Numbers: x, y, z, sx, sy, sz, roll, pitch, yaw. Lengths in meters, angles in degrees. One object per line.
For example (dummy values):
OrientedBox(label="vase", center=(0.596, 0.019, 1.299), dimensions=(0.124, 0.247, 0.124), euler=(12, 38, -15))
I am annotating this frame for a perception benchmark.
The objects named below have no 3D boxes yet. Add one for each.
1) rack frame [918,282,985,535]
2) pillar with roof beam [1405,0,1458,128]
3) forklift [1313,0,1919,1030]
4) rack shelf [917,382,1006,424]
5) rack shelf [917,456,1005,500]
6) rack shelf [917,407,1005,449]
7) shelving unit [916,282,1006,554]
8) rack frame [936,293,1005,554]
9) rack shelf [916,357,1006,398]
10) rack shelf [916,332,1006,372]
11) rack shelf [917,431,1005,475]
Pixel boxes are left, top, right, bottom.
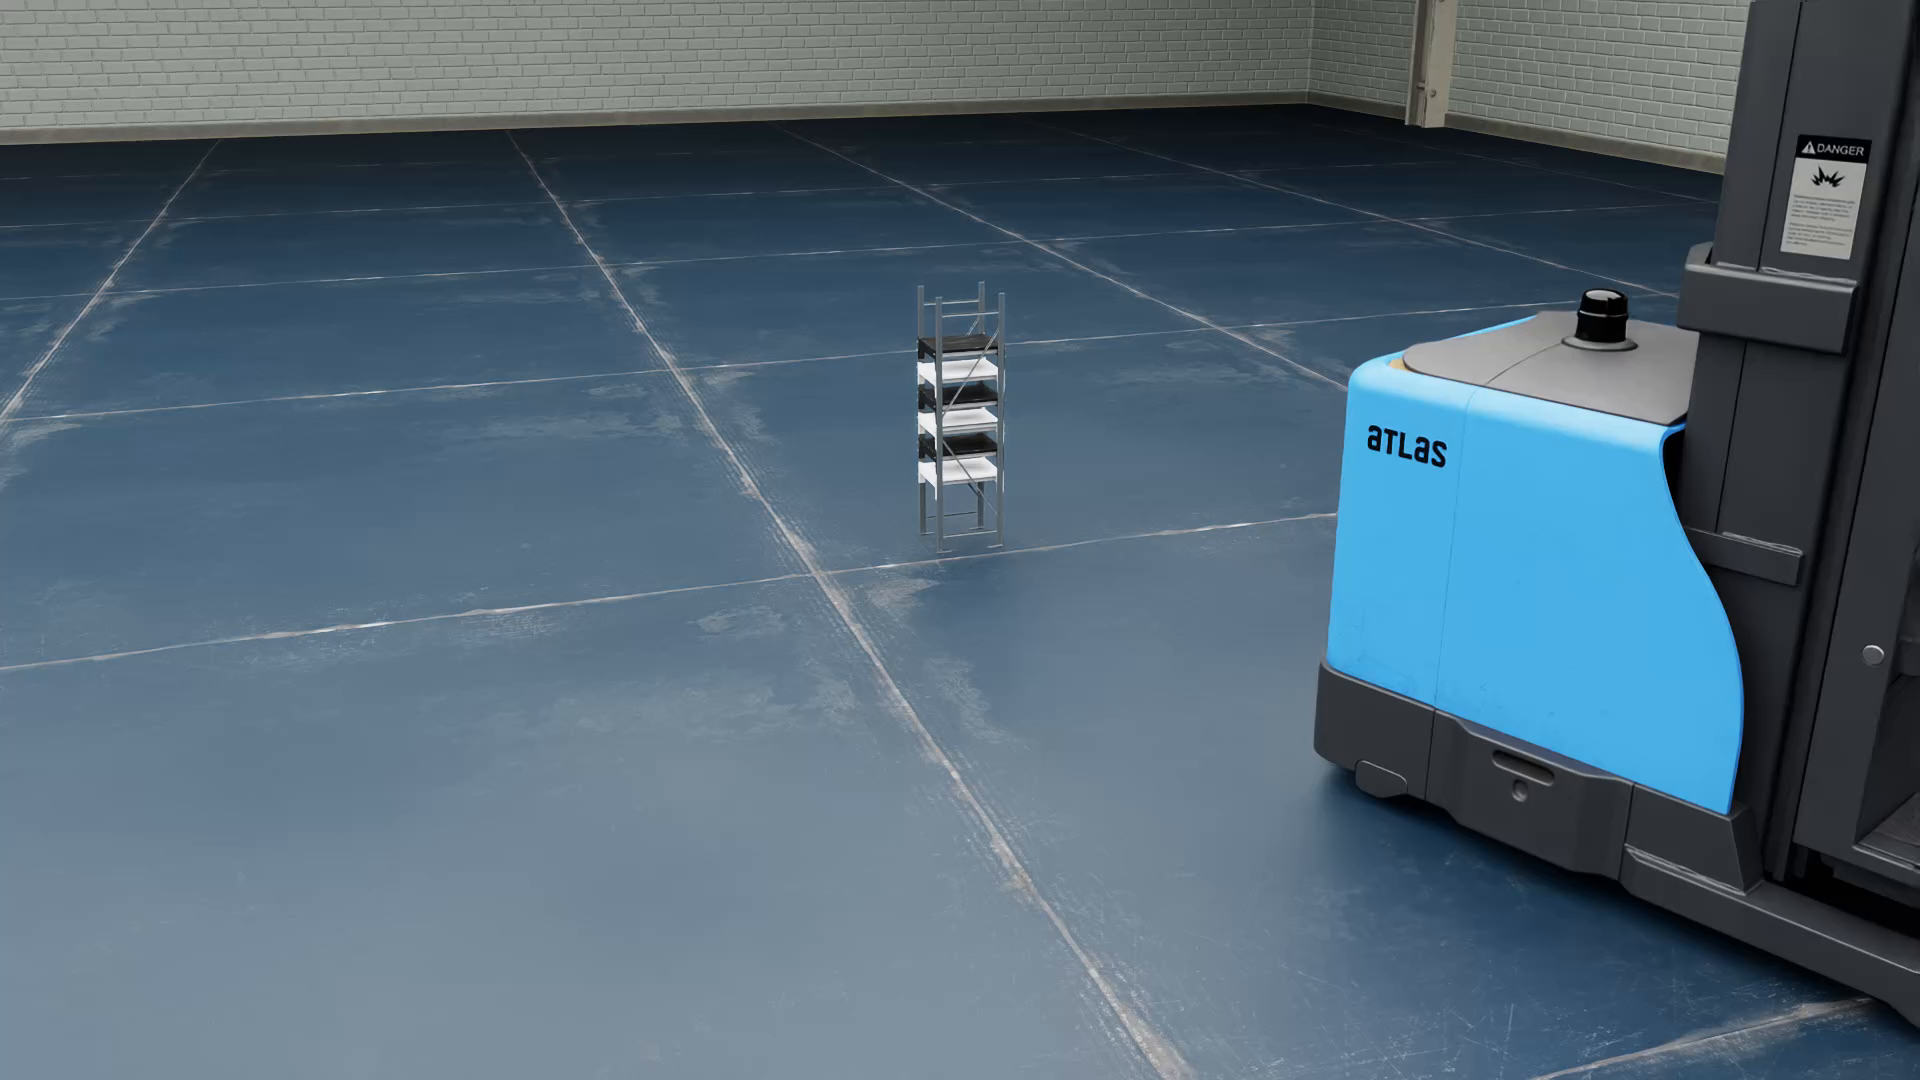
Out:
OrientedBox(label="rack frame", center=(-0.029, -0.454, 5.848), dimensions=(0.240, 0.900, 0.006), euler=(-6, 21, -17))
OrientedBox(label="pillar with roof beam", center=(1.323, -8.595, 16.535), dimensions=(9.100, 9.000, 0.400), euler=(-6, 21, -17))
OrientedBox(label="forklift", center=(2.258, -0.521, 3.032), dimensions=(1.130, 2.935, 3.031), euler=(-17, 26, -39))
OrientedBox(label="rack shelf", center=(0.003, -0.474, 5.738), dimensions=(0.258, 0.077, 0.200), euler=(-6, 21, -17))
OrientedBox(label="rack shelf", center=(0.003, -0.220, 5.829), dimensions=(0.258, 0.077, 0.200), euler=(-6, 21, -17))
OrientedBox(label="rack shelf", center=(0.003, -0.390, 5.768), dimensions=(0.258, 0.077, 0.200), euler=(-6, 21, -17))
OrientedBox(label="shelving unit", center=(0.003, -0.421, 5.757), dimensions=(0.258, 0.900, 0.210), euler=(-6, 21, -17))
OrientedBox(label="rack frame", center=(0.034, -0.388, 5.666), dimensions=(0.240, 0.900, 0.006), euler=(-6, 21, -17))
OrientedBox(label="rack shelf", center=(0.003, -0.559, 5.708), dimensions=(0.258, 0.077, 0.200), euler=(-6, 21, -17))
OrientedBox(label="rack shelf", center=(0.003, -0.644, 5.677), dimensions=(0.258, 0.077, 0.200), euler=(-6, 21, -17))
OrientedBox(label="rack shelf", center=(0.003, -0.305, 5.799), dimensions=(0.258, 0.077, 0.200), euler=(-6, 21, -17))
